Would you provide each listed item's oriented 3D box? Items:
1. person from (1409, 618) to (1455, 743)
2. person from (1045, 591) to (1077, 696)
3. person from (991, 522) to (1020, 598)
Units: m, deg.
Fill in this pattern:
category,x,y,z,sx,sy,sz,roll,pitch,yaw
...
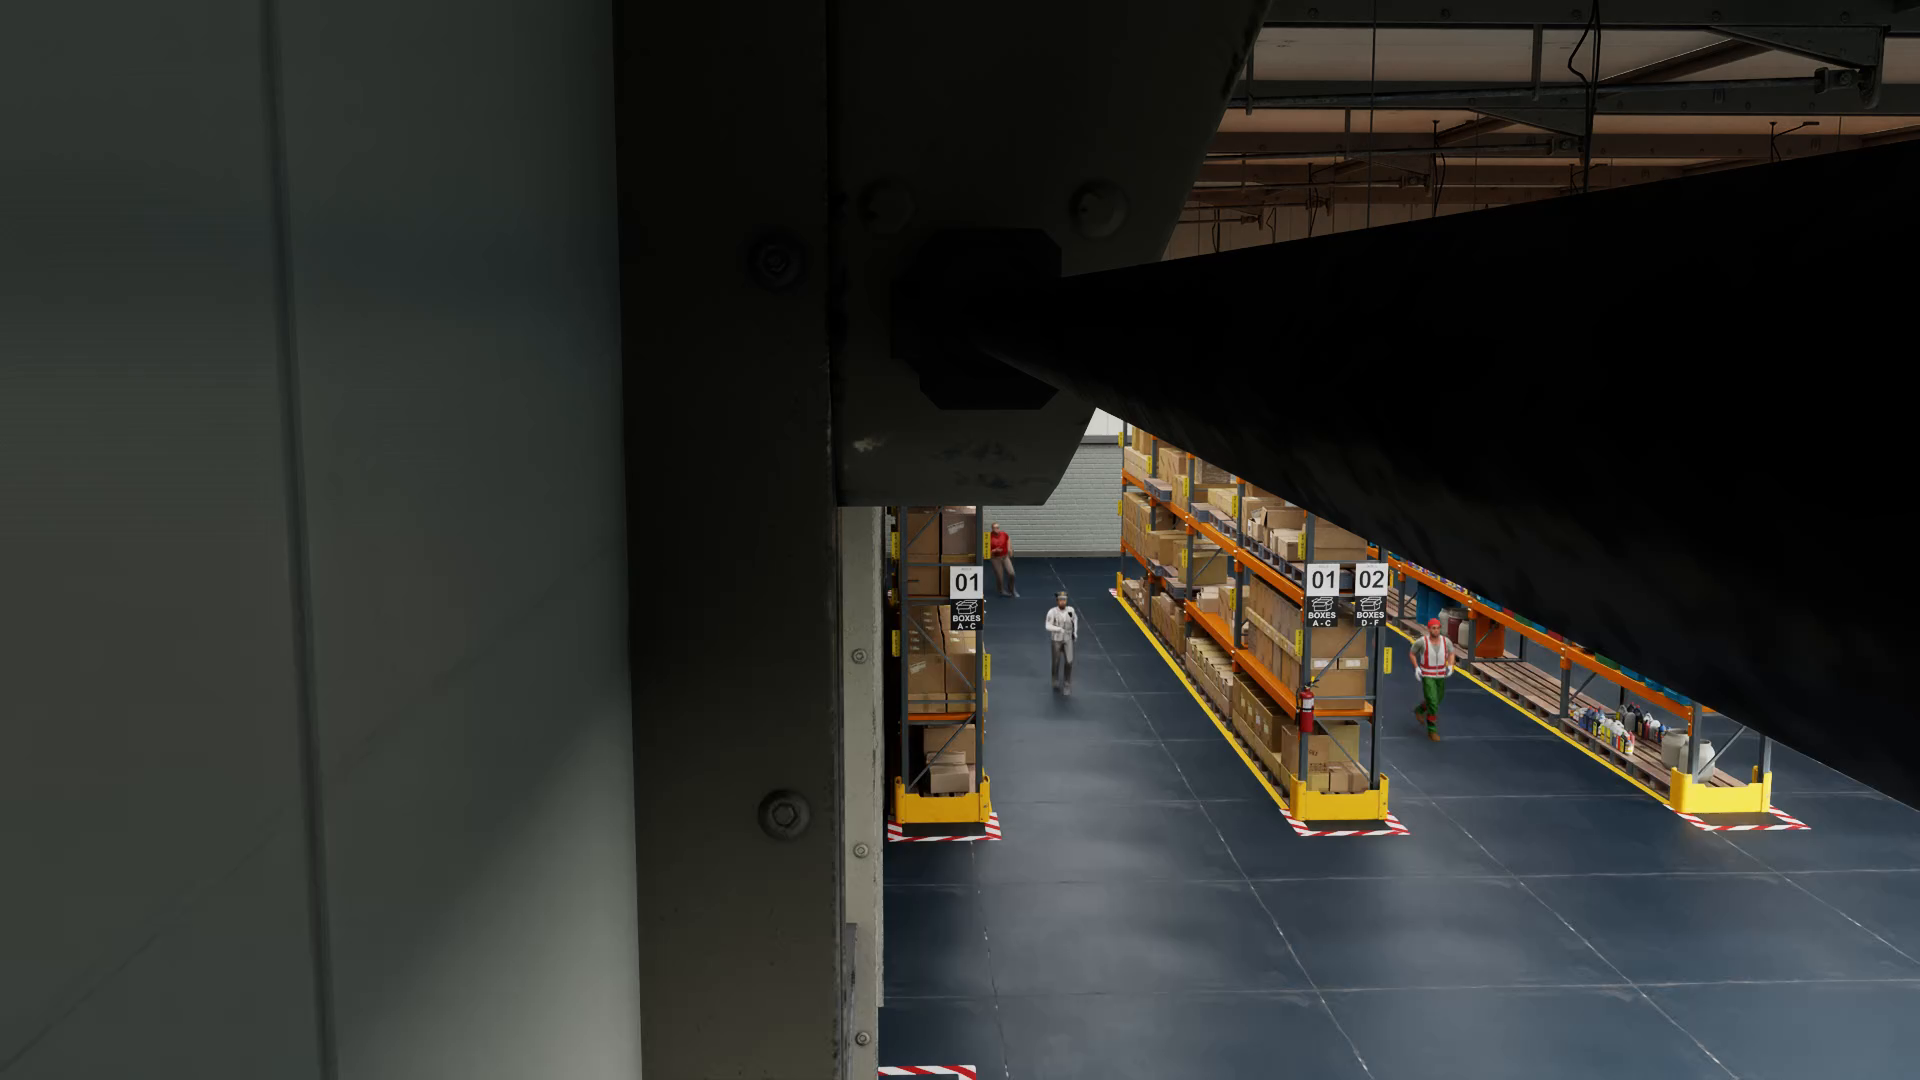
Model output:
category,x,y,z,sx,sy,sz,roll,pitch,yaw
person,6.954,2.017,24.548,0.646,1.802,0.822,-1,8,-10
person,1.671,1.679,27.251,0.580,1.738,0.811,-1,8,-7
person,0.901,0.455,36.081,0.835,1.709,0.744,-3,9,-22
